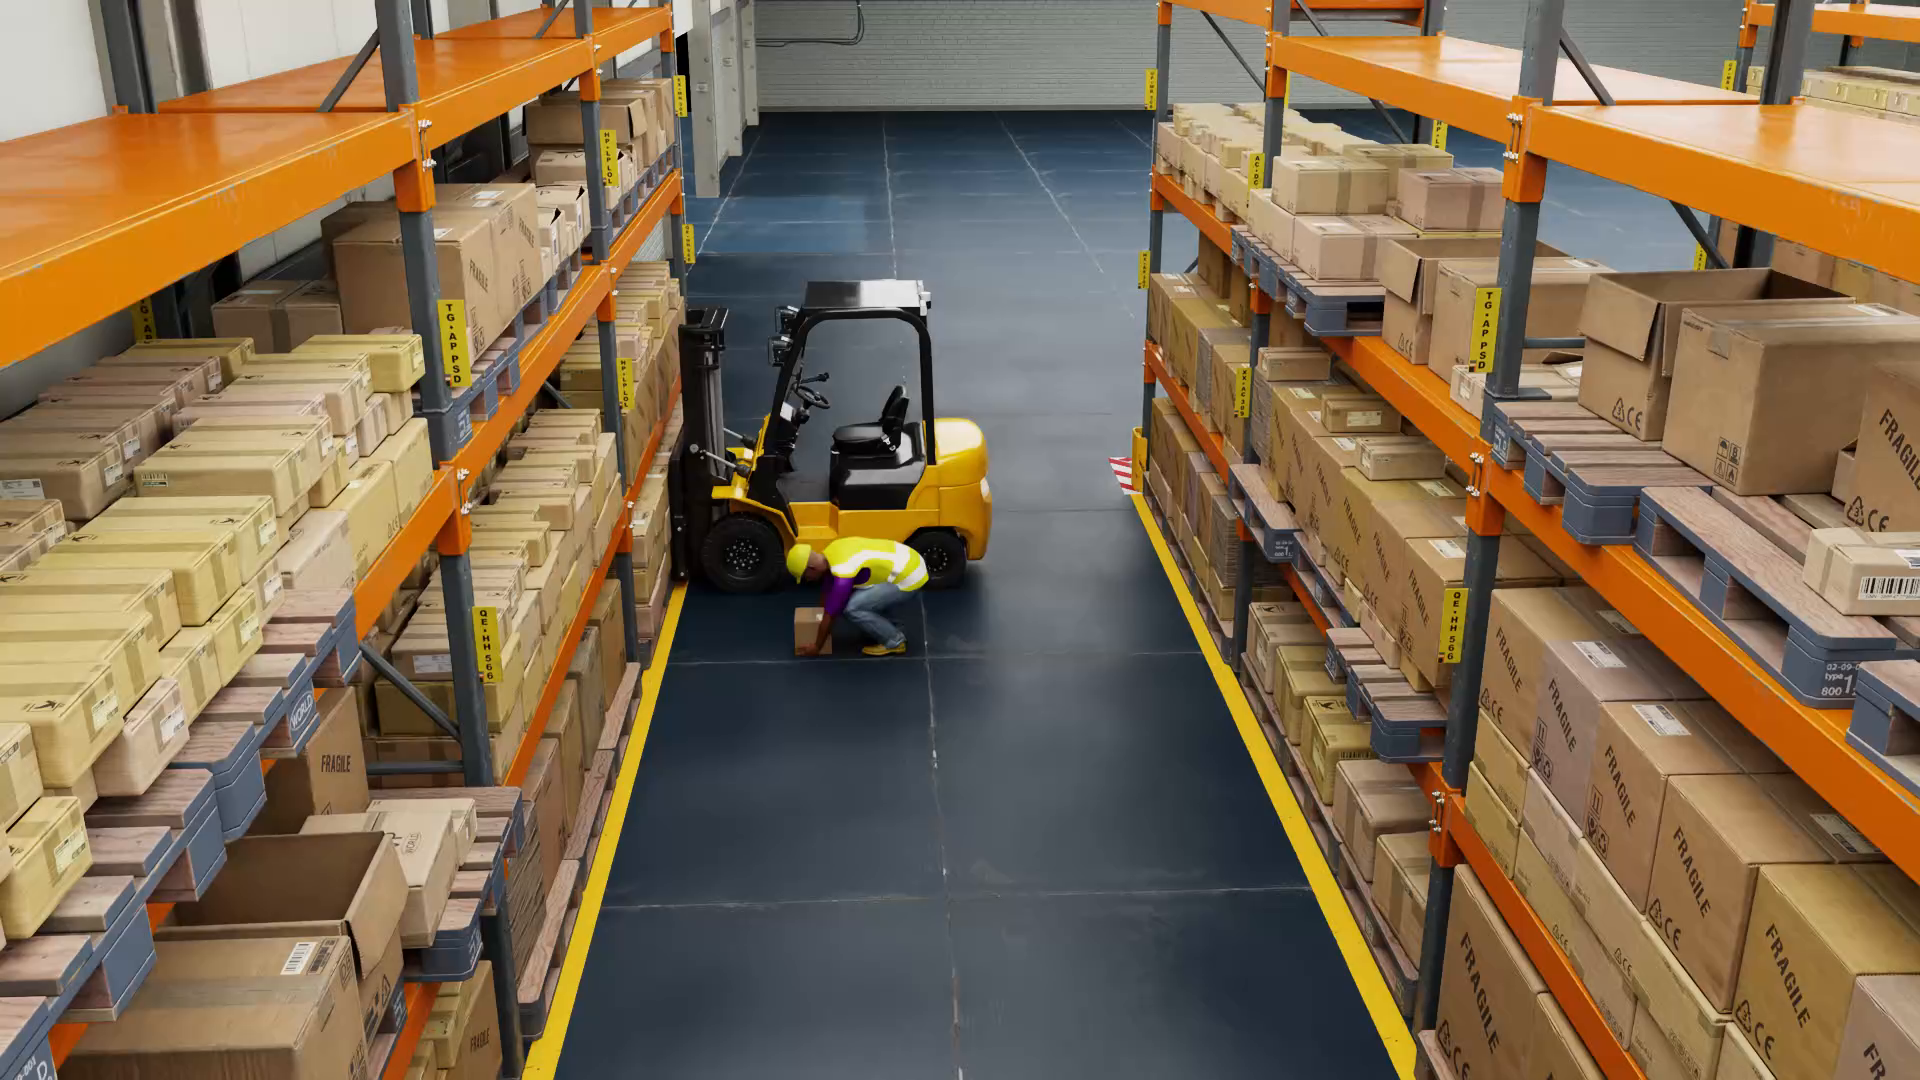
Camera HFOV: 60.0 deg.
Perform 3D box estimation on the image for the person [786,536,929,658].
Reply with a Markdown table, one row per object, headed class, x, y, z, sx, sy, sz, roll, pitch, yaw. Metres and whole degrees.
| class | x | y | z | sx | sy | sz | roll | pitch | yaw |
| --- | --- | --- | --- | --- | --- | --- | --- | --- | --- |
| person | -0.700 | 0.386 | 11.432 | 0.968 | 0.810 | 0.526 | -2 | 20 | -4 |
